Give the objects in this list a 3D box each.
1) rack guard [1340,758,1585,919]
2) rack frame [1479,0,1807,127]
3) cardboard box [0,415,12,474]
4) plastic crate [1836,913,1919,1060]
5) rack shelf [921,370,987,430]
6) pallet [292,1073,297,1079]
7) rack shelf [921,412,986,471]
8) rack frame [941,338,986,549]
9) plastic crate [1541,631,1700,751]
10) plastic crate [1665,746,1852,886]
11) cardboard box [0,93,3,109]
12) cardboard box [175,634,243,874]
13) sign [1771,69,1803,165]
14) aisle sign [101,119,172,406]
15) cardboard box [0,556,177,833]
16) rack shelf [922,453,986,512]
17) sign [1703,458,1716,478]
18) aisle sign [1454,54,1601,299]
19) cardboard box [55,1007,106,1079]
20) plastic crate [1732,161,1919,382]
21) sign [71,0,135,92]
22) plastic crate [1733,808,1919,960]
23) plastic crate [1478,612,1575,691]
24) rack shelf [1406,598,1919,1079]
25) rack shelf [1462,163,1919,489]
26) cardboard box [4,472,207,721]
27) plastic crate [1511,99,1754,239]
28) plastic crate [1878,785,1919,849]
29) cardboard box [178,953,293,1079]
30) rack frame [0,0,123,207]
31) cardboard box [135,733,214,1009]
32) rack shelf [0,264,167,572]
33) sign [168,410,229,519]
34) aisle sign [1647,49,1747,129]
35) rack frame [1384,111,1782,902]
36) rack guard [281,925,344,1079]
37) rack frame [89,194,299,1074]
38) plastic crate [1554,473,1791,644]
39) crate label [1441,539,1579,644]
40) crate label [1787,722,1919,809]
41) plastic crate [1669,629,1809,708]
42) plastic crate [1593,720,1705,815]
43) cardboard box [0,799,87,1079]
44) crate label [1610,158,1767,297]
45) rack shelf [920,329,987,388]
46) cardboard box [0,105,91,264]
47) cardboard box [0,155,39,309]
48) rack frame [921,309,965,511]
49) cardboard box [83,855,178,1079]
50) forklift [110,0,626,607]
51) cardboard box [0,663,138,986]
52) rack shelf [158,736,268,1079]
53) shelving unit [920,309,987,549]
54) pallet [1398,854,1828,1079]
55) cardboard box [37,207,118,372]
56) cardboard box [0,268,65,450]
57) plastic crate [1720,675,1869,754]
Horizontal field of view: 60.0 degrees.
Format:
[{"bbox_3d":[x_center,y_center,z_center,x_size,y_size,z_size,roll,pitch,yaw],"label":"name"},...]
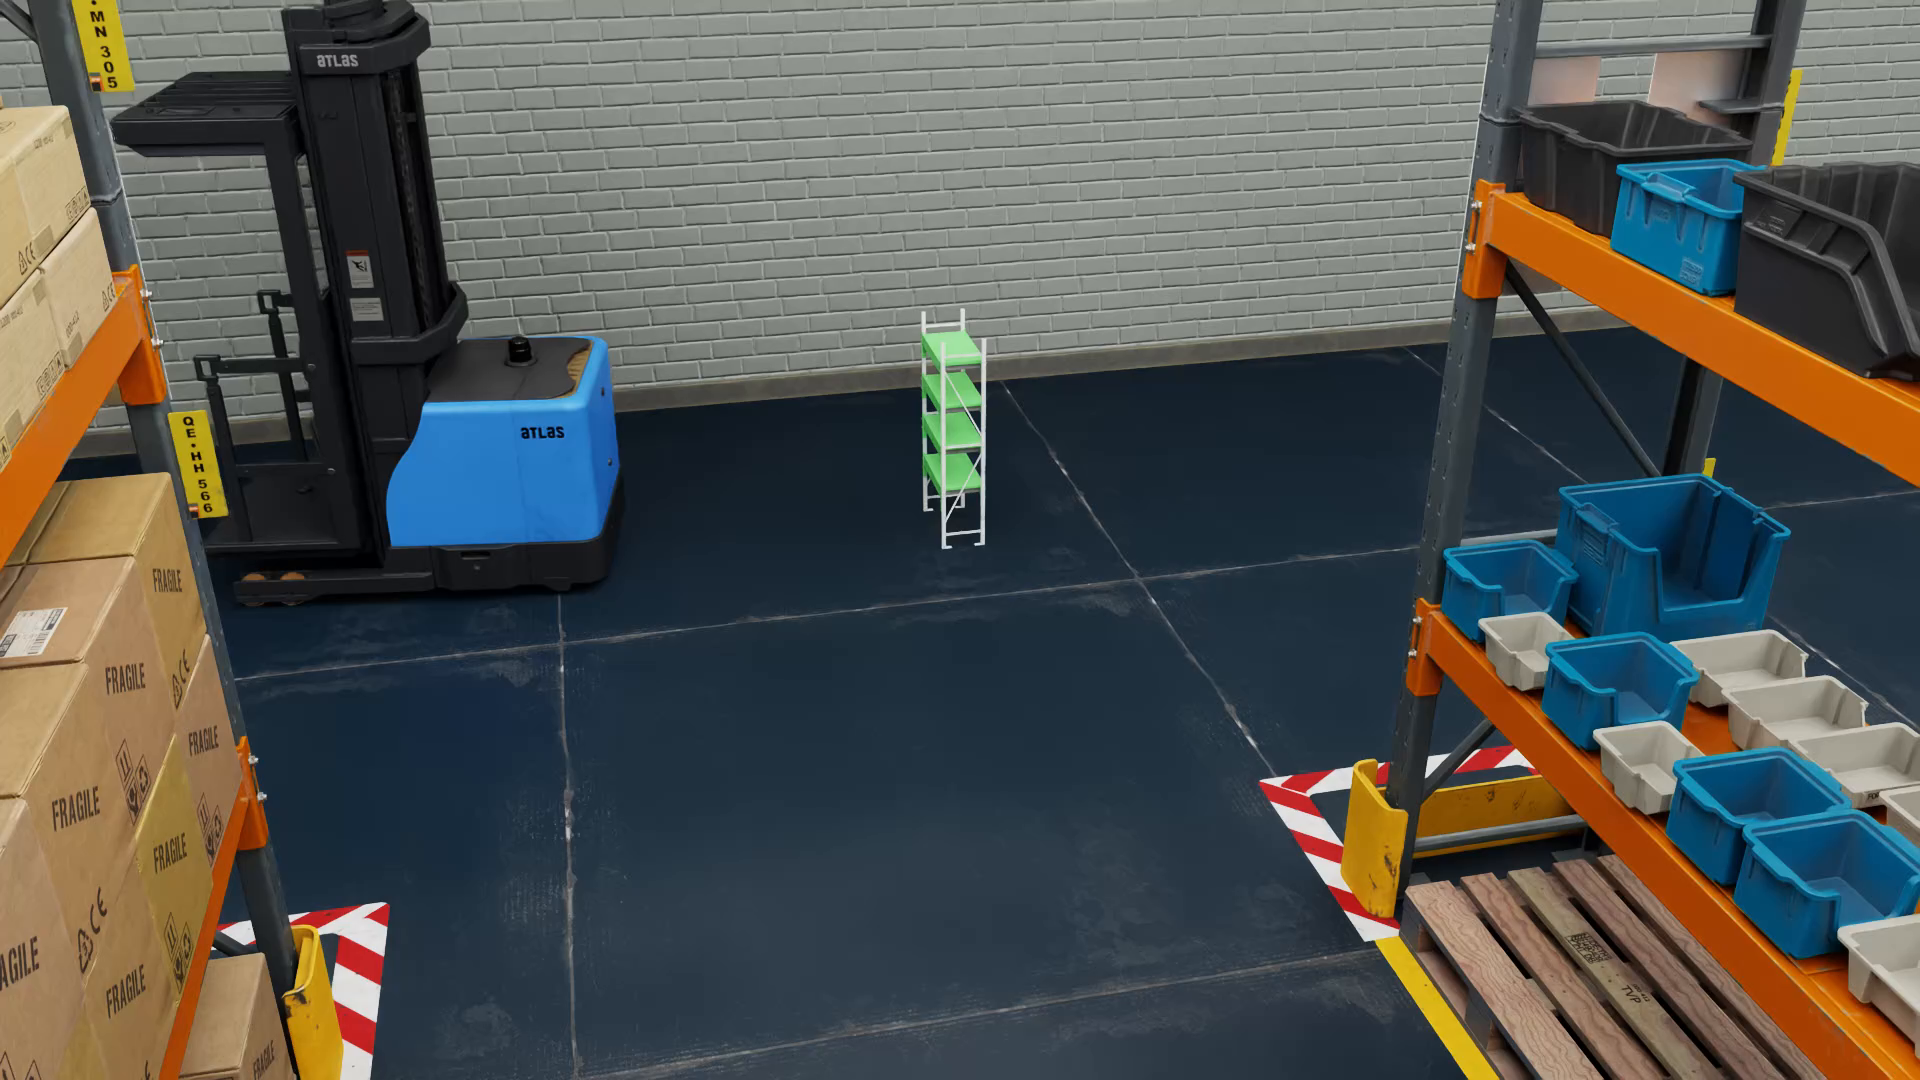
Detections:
[{"bbox_3d":[2.110,1.100,6.517,1.175,0.500,0.348,-6,27,-12],"label":"rack guard"},{"bbox_3d":[2.128,-2.685,4.583,1.000,3.000,0.127,-6,27,-12],"label":"rack frame"},{"bbox_3d":[-2.099,-0.140,3.037,0.500,0.250,0.500,-6,27,-12],"label":"cardboard box"},{"bbox_3d":[2.344,1.106,3.956,0.293,0.136,0.466,-6,27,-12],"label":"plastic crate"},{"bbox_3d":[-0.037,-0.766,9.044,0.258,0.148,0.480,-6,27,-12],"label":"rack shelf"},{"bbox_3d":[-2.501,2.122,4.811,1.003,0.211,1.213,-6,27,-12],"label":"pallet"},{"bbox_3d":[-0.037,-0.551,9.152,0.258,0.148,0.480,-6,27,-12],"label":"rack shelf"},{"bbox_3d":[0.018,-0.501,8.911,0.240,1.200,0.015,-6,27,-12],"label":"rack frame"},{"bbox_3d":[2.011,0.472,5.106,0.416,0.233,0.300,-6,27,-12],"label":"plastic crate"},{"bbox_3d":[2.159,0.761,4.533,0.416,0.233,0.300,-6,27,-12],"label":"plastic crate"},{"bbox_3d":[-2.567,-1.112,3.575,0.700,0.500,0.500,-6,27,-12],"label":"cardboard box"},{"bbox_3d":[-2.333,0.619,4.585,0.500,0.500,0.500,-5,27,-10],"label":"cardboard box"},{"bbox_3d":[2.660,-1.363,5.408,0.100,0.325,0.005,-6,27,-12],"label":"sign"},{"bbox_3d":[-2.416,-0.727,4.477,0.394,0.787,0.004,-6,27,-12],"label":"aisle sign"},{"bbox_3d":[-2.216,0.392,3.923,0.500,0.500,0.500,-5,27,-10],"label":"cardboard box"},{"bbox_3d":[-0.037,-0.337,9.261,0.258,0.148,0.480,-6,27,-12],"label":"rack shelf"},{"bbox_3d":[2.660,-0.143,6.023,0.100,0.325,0.005,-6,27,-12],"label":"sign"},{"bbox_3d":[1.822,-1.169,5.352,0.394,0.787,0.004,-6,27,-12],"label":"aisle sign"},{"bbox_3d":[-1.992,1.287,3.261,0.500,0.500,0.500,-6,27,-12],"label":"cardboard box"},{"bbox_3d":[2.204,-0.620,3.889,0.504,0.338,0.767,-6,27,-12],"label":"plastic crate"},{"bbox_3d":[-2.154,-1.288,4.161,0.100,0.325,0.005,-6,27,-12],"label":"sign"},{"bbox_3d":[2.227,0.892,4.272,0.416,0.233,0.300,-6,27,-12],"label":"plastic crate"},{"bbox_3d":[1.854,0.375,5.405,0.250,0.136,0.298,-6,27,-12],"label":"plastic crate"},{"bbox_3d":[2.578,1.192,4.358,1.077,0.370,4.000,-6,27,-12],"label":"rack shelf"},{"bbox_3d":[2.578,-0.147,3.682,1.077,0.370,4.000,-6,27,-12],"label":"rack shelf"},{"bbox_3d":[-2.331,0.171,4.362,0.500,0.500,0.500,-6,27,-12],"label":"cardboard box"},{"bbox_3d":[1.943,-1.091,4.898,0.497,0.269,0.590,-6,27,-12],"label":"plastic crate"},{"bbox_3d":[2.710,0.800,4.562,0.298,0.136,0.250,-6,27,-12],"label":"plastic crate"},{"bbox_3d":[-2.337,1.627,4.983,0.500,0.500,0.500,-6,27,-12],"label":"cardboard box"},{"bbox_3d":[-2.699,-2.184,3.590,1.000,3.000,0.127,-6,27,-12],"label":"rack frame"},{"bbox_3d":[-2.213,0.846,4.134,0.500,0.500,0.500,-6,27,-11],"label":"cardboard box"},{"bbox_3d":[-2.248,0.354,2.689,1.077,0.370,4.000,-6,27,-12],"label":"rack shelf"},{"bbox_3d":[-2.154,-0.211,4.704,0.100,0.325,0.005,-6,27,-12],"label":"sign"},{"bbox_3d":[2.397,-1.229,5.471,0.394,0.787,0.004,-6,27,-12],"label":"aisle sign"},{"bbox_3d":[2.128,-0.007,5.935,1.000,3.000,0.127,-6,27,-12],"label":"rack frame"},{"bbox_3d":[-2.682,1.643,5.439,1.175,0.500,0.348,-6,27,-12],"label":"rack guard"},{"bbox_3d":[-2.699,0.494,4.942,1.000,3.000,0.127,-6,27,-12],"label":"rack frame"},{"bbox_3d":[2.385,0.078,5.660,0.616,0.435,0.499,-6,27,-12],"label":"plastic crate"},{"bbox_3d":[1.863,0.183,5.678,0.416,0.233,0.303,-6,27,-12],"label":"crate label"},{"bbox_3d":[2.626,0.672,4.816,0.396,0.136,0.243,-6,27,-12],"label":"crate label"},{"bbox_3d":[2.488,0.423,5.308,0.396,0.136,0.243,-6,27,-12],"label":"plastic crate"},{"bbox_3d":[2.007,0.673,4.815,0.250,0.136,0.298,-6,27,-12],"label":"plastic crate"},{"bbox_3d":[-1.979,0.845,3.026,0.500,0.500,0.500,-5,27,-10],"label":"cardboard box"},{"bbox_3d":[2.021,-0.842,4.425,0.408,0.251,0.502,-6,27,-12],"label":"crate label"},{"bbox_3d":[-0.037,-0.980,8.936,0.258,0.148,0.480,-6,27,-12],"label":"rack shelf"},{"bbox_3d":[-2.335,-0.801,3.792,0.500,0.250,0.500,-6,27,-12],"label":"cardboard box"},{"bbox_3d":[-2.222,-0.582,3.357,0.500,0.250,0.500,-6,27,-12],"label":"cardboard box"},{"bbox_3d":[-0.092,-0.715,9.336,0.240,1.200,0.015,-6,27,-12],"label":"rack frame"},{"bbox_3d":[-2.106,1.066,3.699,0.500,0.500,0.500,-6,27,-11],"label":"cardboard box"},{"bbox_3d":[-3.390,-1.212,8.399,3.031,2.935,1.130,-2,27,-4],"label":"forklift"},{"bbox_3d":[-2.095,0.619,3.473,0.500,0.500,0.500,-5,27,-10],"label":"cardboard box"},{"bbox_3d":[-2.248,1.693,3.365,1.077,0.370,4.000,-6,27,-12],"label":"rack shelf"},{"bbox_3d":[-0.037,-0.608,9.124,0.258,1.200,0.503,-6,27,-12],"label":"shelving unit"},{"bbox_3d":[2.276,1.604,5.838,1.003,0.211,1.213,-6,27,-12],"label":"pallet"},{"bbox_3d":[-2.326,-0.579,3.906,0.500,0.250,0.500,-6,27,-12],"label":"cardboard box"},{"bbox_3d":[-2.224,-0.359,3.469,0.500,0.250,0.500,-6,27,-12],"label":"cardboard box"},{"bbox_3d":[2.539,0.552,5.053,0.396,0.136,0.243,-6,27,-12],"label":"plastic crate"}]
